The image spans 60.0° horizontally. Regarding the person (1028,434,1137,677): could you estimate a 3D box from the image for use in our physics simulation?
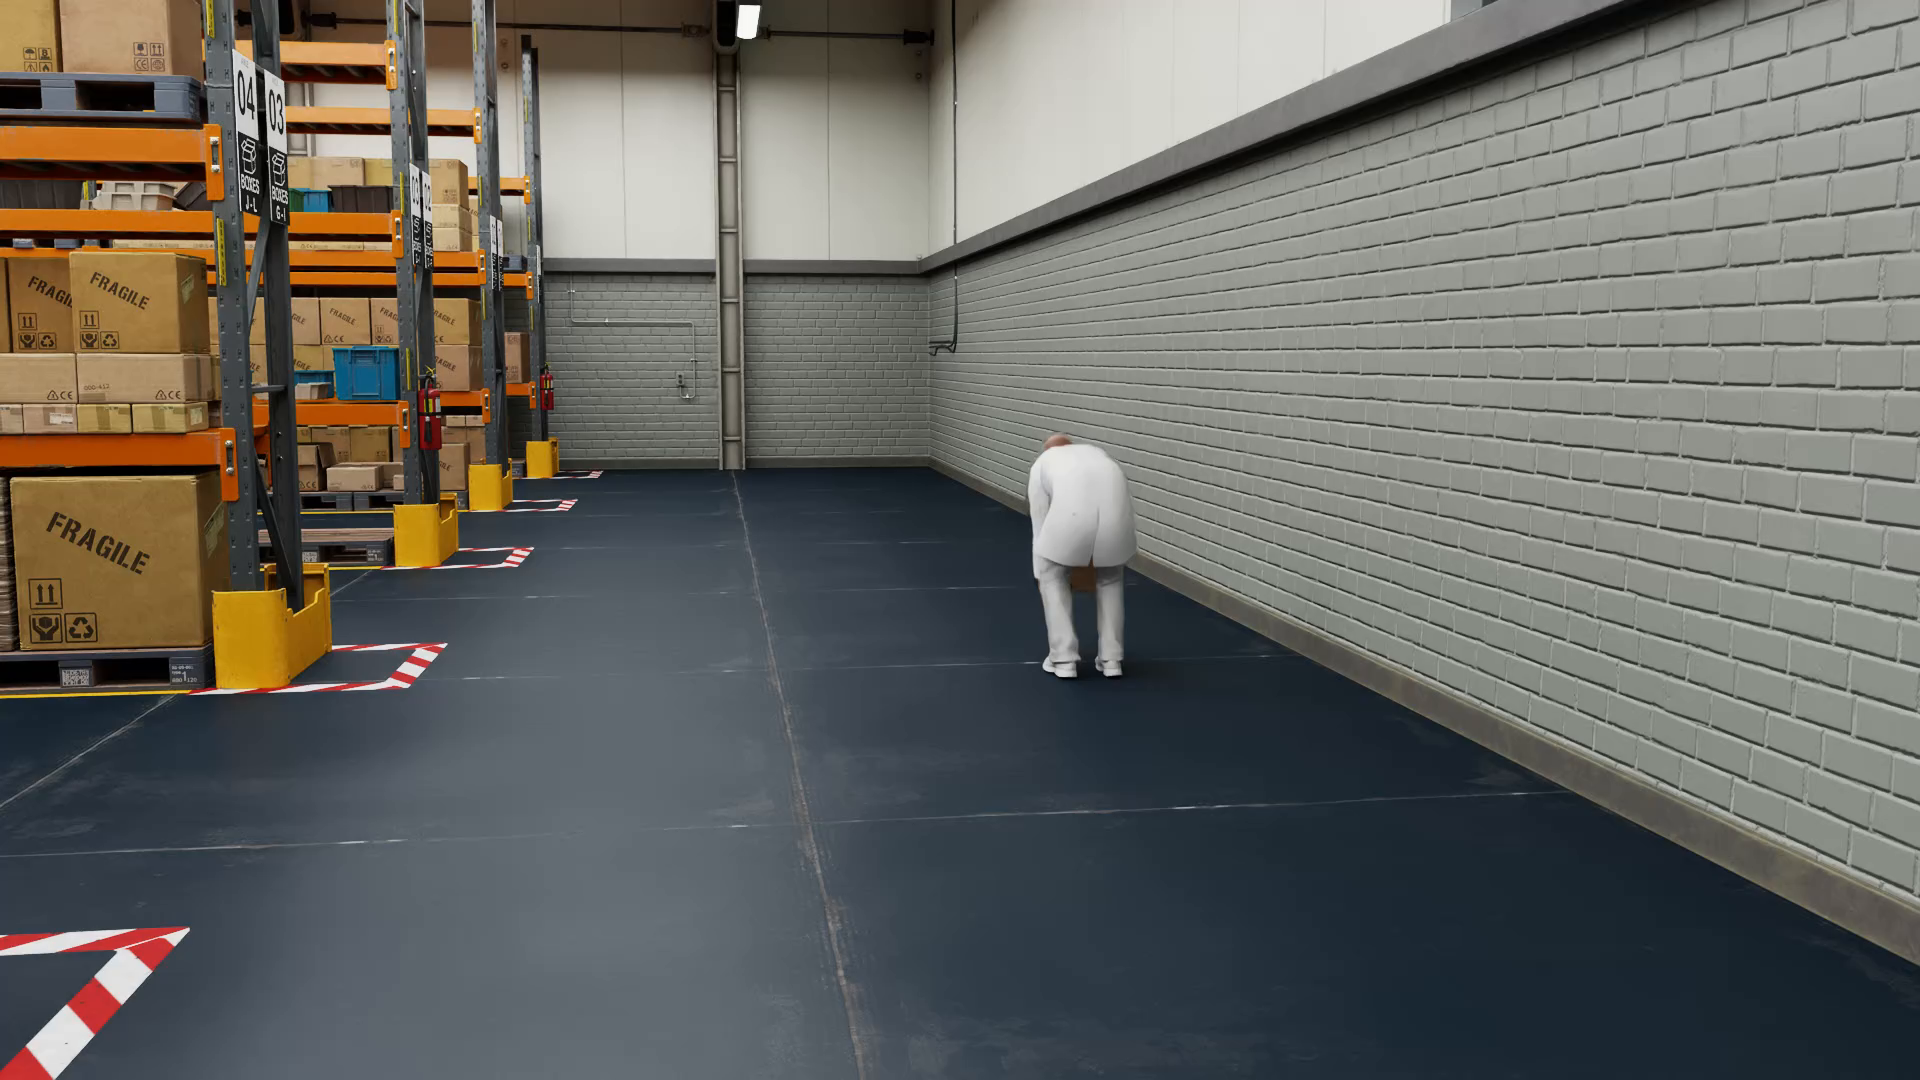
[{"bbox_3d":[0.630,0.079,9.037,0.560,1.234,0.929,-1,6,-10],"label":"person"}]
